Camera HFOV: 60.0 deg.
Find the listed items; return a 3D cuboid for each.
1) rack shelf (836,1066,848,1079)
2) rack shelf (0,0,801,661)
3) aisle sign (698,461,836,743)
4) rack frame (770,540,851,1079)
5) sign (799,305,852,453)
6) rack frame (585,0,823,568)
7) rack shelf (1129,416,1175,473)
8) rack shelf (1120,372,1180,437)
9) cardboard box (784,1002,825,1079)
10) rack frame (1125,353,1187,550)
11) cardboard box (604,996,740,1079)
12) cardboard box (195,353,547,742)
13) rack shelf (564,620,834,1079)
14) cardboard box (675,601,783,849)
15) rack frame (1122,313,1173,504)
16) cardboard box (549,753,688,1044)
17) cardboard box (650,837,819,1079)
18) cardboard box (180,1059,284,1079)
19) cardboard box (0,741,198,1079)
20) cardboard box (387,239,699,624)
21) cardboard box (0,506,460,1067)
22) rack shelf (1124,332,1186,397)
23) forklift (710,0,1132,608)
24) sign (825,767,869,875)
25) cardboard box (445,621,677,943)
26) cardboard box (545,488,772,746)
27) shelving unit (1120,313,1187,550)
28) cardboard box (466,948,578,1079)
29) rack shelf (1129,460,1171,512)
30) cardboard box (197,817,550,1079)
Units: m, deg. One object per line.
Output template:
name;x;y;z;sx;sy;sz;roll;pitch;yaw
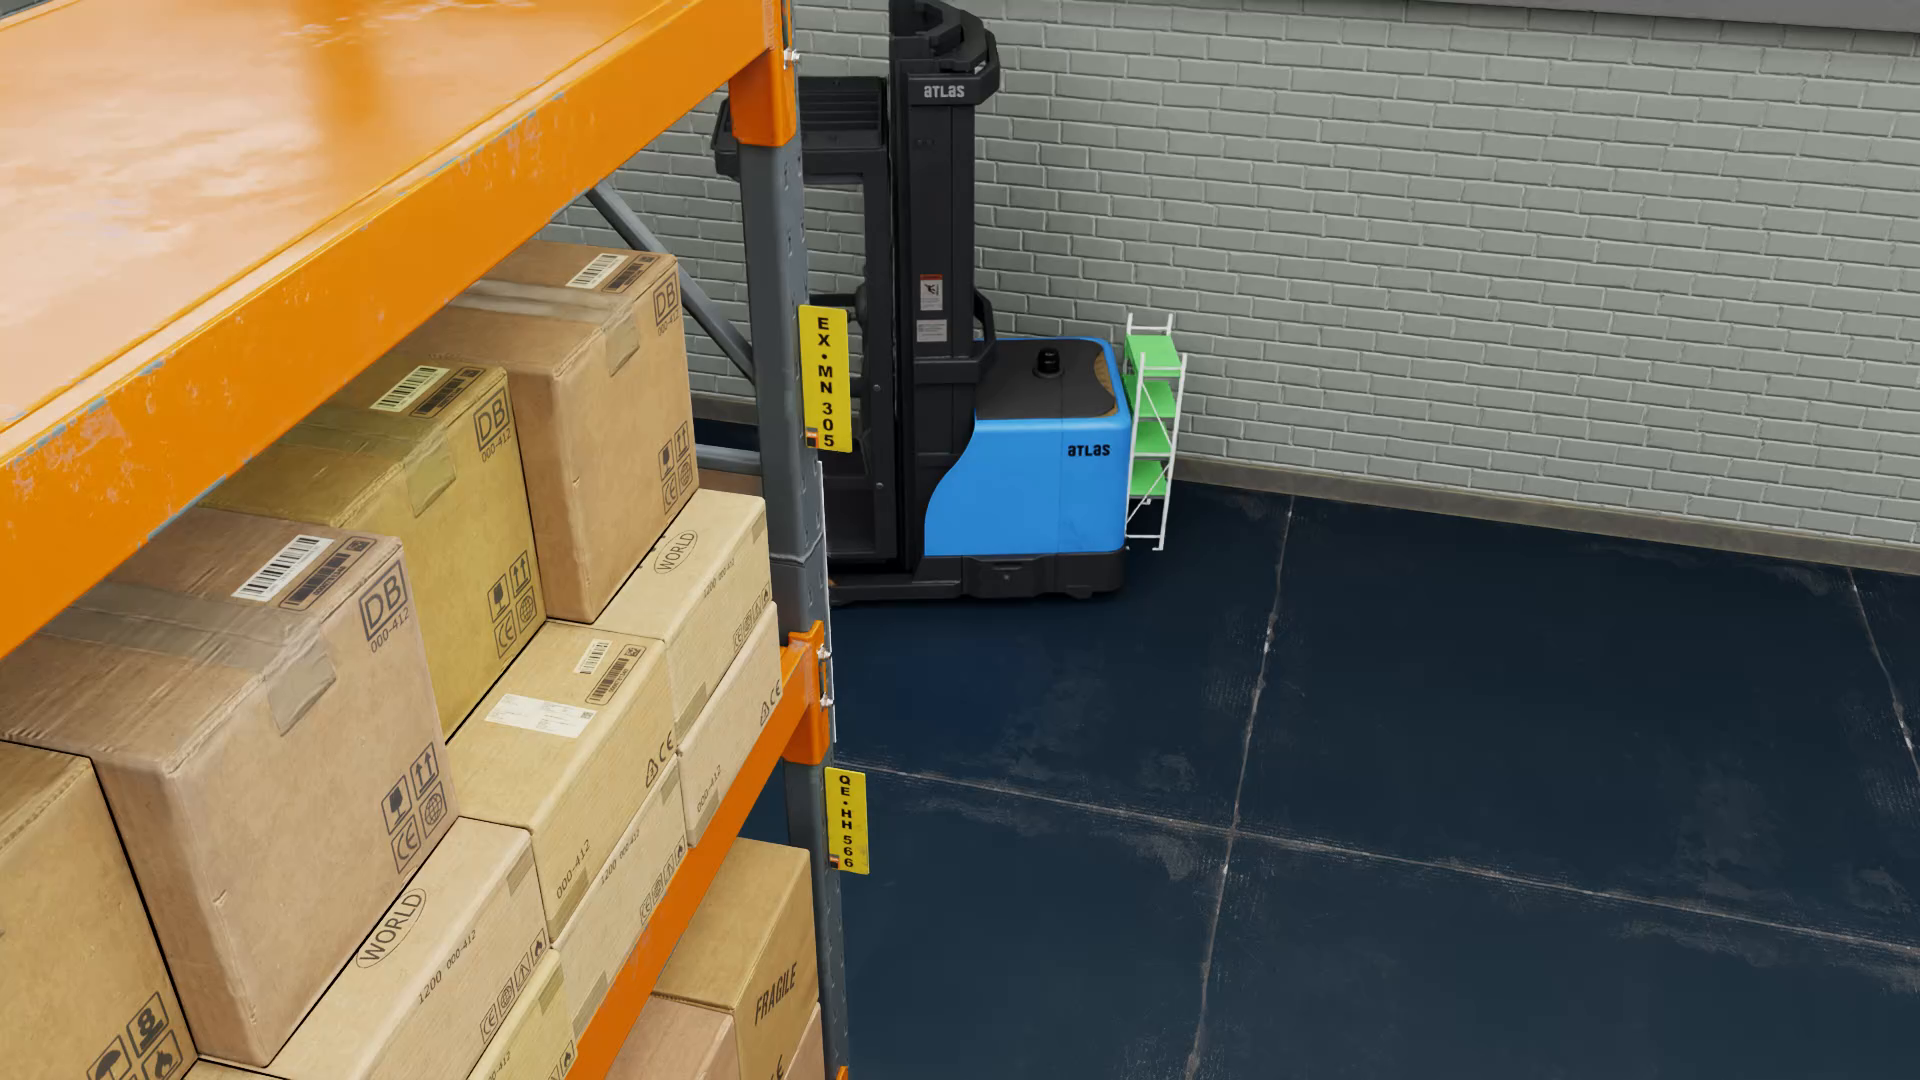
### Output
rack shelf;-1.315;2.567;3.157;1.077;0.370;4.000;8;33;12
rack shelf;-1.315;0.036;1.548;1.077;0.370;4.000;8;33;12
aisle sign;-0.494;0.134;3.889;0.394;0.787;0.004;8;33;12
rack frame;-0.807;1.225;4.597;1.000;3.000;0.127;8;33;12
sign;-0.276;-0.328;3.419;0.100;0.325;0.005;8;33;12
rack frame;-0.807;-1.306;2.987;1.000;3.000;0.127;8;33;12
rack shelf;1.015;-0.533;9.149;0.258;0.148;0.480;1;32;-4
rack shelf;1.025;-0.736;9.021;0.258;0.148;0.480;1;32;-4
cardboard box;-0.658;1.453;4.146;0.500;0.500;0.500;9;34;14
rack frame;1.030;-0.456;8.909;0.240;1.200;0.015;1;32;-4
cardboard box;-0.782;1.292;3.467;0.500;0.500;0.500;9;34;14
cardboard box;-1.131;0.012;2.684;0.700;0.500;0.500;8;33;12
rack shelf;-1.315;1.301;2.352;1.077;0.370;4.000;8;33;12
cardboard box;-0.683;0.325;3.356;0.500;0.250;0.500;8;33;12
rack frame;1.007;-0.718;9.320;0.240;1.200;0.015;1;32;-4
cardboard box;-0.820;0.583;2.950;0.500;0.250;0.500;8;33;12
cardboard box;-0.654;1.030;3.879;0.500;0.500;0.500;8;33;12
cardboard box;-1.069;0.892;1.999;0.500;0.250;0.500;8;33;12
cardboard box;-1.371;0.533;1.865;0.700;0.500;0.500;8;33;12
cardboard box;-0.922;-0.236;3.074;0.700;0.500;0.500;8;33;12
cardboard box;-1.154;0.286;2.253;0.700;0.500;0.500;8;33;12
rack shelf;1.035;-0.938;8.892;0.258;0.148;0.480;1;32;-4
forklift;-0.657;-1.156;8.407;3.031;2.935;1.130;-1;32;-2
sign;-0.276;0.689;4.066;0.100;0.325;0.005;8;33;12
cardboard box;-0.818;0.373;2.816;0.500;0.250;0.500;8;33;12
cardboard box;-0.691;0.113;3.224;0.500;0.250;0.500;8;33;12
shelving unit;1.018;-0.587;9.115;0.258;1.200;0.503;1;32;-4
cardboard box;-0.934;0.844;2.539;0.500;0.250;0.500;8;33;12
rack shelf;1.005;-0.331;9.277;0.258;0.148;0.480;1;32;-4
cardboard box;-0.948;0.631;2.408;0.500;0.250;0.500;8;33;12
